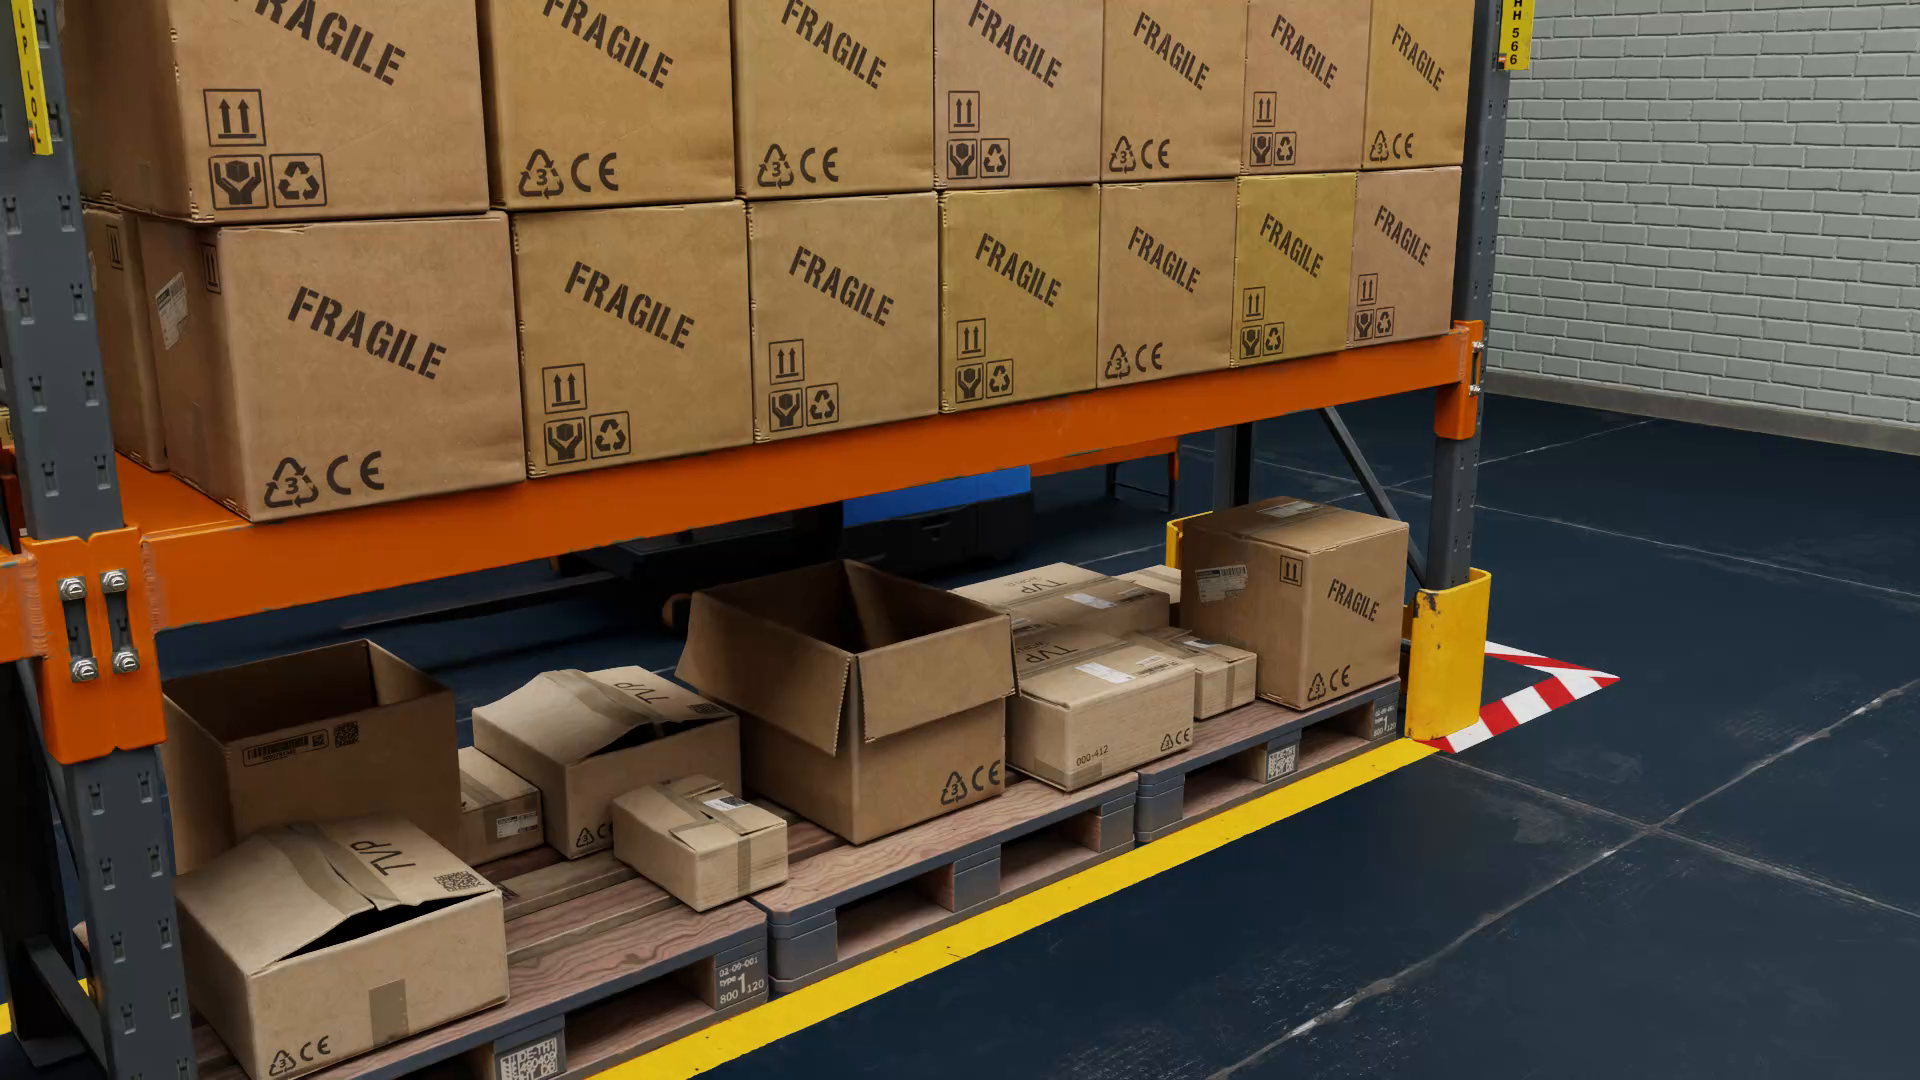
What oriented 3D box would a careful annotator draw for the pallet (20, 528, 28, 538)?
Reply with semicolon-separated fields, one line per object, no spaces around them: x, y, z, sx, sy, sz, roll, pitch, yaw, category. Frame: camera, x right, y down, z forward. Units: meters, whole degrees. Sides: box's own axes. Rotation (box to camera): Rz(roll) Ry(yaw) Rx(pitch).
-4.353;-0.005;7.361;1.213;0.211;1.003;-13;19;-39;pallet

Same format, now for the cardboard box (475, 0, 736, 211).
-0.794;-0.919;3.247;0.500;0.500;0.500;-13;20;-41;cardboard box

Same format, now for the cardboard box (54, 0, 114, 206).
-1.512;-0.943;3.335;0.500;0.500;0.500;-13;19;-39;cardboard box

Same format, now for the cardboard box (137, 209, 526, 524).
-1.160;-0.357;3.080;0.500;0.500;0.500;-12;19;-38;cardboard box

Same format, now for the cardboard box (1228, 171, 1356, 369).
0.746;-0.784;4.678;0.500;0.500;0.500;-12;19;-39;cardboard box

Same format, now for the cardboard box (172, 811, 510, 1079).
-1.265;0.782;3.367;0.500;0.311;0.500;-13;19;-39;cardboard box

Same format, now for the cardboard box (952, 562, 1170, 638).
0.321;0.285;5.348;0.500;0.250;0.500;-13;19;-39;cardboard box

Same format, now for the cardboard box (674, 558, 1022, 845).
-0.309;0.399;4.429;0.637;0.503;0.797;-13;19;-39;cardboard box

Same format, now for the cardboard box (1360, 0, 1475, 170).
1.139;-1.355;4.880;0.500;0.500;0.500;-13;20;-40;cardboard box

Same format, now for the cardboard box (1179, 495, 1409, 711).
1.046;0.182;5.246;0.500;0.500;0.500;-13;19;-39;cardboard box

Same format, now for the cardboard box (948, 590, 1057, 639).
-0.057;0.369;5.031;0.500;0.250;0.500;-13;19;-39;cardboard box

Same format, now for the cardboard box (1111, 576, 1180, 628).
0.564;0.250;5.640;0.250;0.166;0.380;-13;19;-39;cardboard box

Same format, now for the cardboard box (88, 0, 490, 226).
-1.183;-0.832;2.920;0.500;0.500;0.500;-12;19;-38;cardboard box

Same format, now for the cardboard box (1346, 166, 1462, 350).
1.135;-0.872;5.010;0.500;0.500;0.500;-12;19;-38;cardboard box

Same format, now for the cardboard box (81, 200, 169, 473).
-1.515;-0.458;3.459;0.500;0.500;0.500;-12;19;-38;cardboard box

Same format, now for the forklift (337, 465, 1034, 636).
-1.143;-1.201;6.568;3.031;2.935;1.130;-11;19;-37;forklift

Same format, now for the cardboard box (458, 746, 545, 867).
-1.236;0.663;4.129;0.250;0.149;0.380;-13;19;-39;cardboard box

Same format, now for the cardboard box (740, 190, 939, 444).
-0.397;-0.529;3.722;0.500;0.500;0.500;-13;20;-40;cardboard box

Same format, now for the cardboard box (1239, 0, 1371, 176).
0.758;-1.270;4.559;0.500;0.500;0.500;-12;19;-38;cardboard box

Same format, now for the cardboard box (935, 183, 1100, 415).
-0.014;-0.615;4.046;0.500;0.500;0.500;-13;20;-40;cardboard box

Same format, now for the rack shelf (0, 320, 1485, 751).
-0.215;-0.267;4.329;4.000;0.370;1.077;-13;19;-39;rack shelf

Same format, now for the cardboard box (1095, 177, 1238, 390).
0.366;-0.700;4.366;0.500;0.500;0.500;-12;19;-39;cardboard box

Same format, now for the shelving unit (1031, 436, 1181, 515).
0.518;-0.641;7.970;1.048;1.125;0.538;-11;19;-37;shelving unit

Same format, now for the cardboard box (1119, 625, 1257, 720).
0.681;0.395;5.098;0.250;0.166;0.380;-13;19;-39;cardboard box

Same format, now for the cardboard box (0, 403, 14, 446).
-4.346;-0.341;7.244;0.500;0.500;0.700;-12;19;-39;cardboard box

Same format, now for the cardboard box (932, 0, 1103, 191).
-0.017;-1.094;3.901;0.500;0.500;0.500;-12;19;-38;cardboard box

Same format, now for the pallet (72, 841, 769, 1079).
-1.205;0.956;3.763;1.213;0.211;1.003;-13;19;-39;pallet

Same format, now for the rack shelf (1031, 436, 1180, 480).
0.518;-0.405;8.033;1.000;0.278;0.538;-11;19;-37;rack shelf

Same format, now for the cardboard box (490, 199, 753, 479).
-0.776;-0.444;3.407;0.500;0.500;0.500;-12;19;-38;cardboard box

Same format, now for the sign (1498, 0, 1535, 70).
1.643;-1.554;4.897;0.005;0.325;0.100;-13;19;-39;sign

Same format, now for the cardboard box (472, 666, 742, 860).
-0.914;0.532;4.302;0.500;0.311;0.500;-13;19;-39;cardboard box

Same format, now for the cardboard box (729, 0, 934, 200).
-0.406;-1.006;3.573;0.500;0.500;0.500;-13;20;-41;cardboard box

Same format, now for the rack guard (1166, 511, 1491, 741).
1.237;0.268;5.779;0.348;0.500;1.175;-13;19;-39;rack guard

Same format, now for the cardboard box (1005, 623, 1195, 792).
0.309;0.458;4.698;0.500;0.250;0.500;-13;19;-39;cardboard box

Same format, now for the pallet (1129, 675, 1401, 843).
0.636;0.543;5.310;1.213;0.211;1.003;-13;19;-39;pallet

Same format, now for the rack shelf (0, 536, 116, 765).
-3.232;0.411;1.792;4.000;0.370;1.077;-13;19;-39;rack shelf

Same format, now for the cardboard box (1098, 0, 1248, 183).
0.370;-1.181;4.227;0.500;0.500;0.500;-12;19;-38;cardboard box

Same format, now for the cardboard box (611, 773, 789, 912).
-0.619;0.704;3.941;0.250;0.166;0.380;-13;19;-39;cardboard box

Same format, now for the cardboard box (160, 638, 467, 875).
-1.480;0.568;3.802;0.500;0.500;0.500;-13;19;-39;cardboard box

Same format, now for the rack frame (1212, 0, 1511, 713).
1.294;-0.953;5.505;0.127;3.000;1.000;-13;19;-39;rack frame

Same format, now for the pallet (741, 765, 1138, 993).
-0.284;0.748;4.541;1.213;0.211;1.003;-13;19;-39;pallet

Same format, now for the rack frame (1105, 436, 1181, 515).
0.918;-0.722;8.273;0.032;1.125;0.500;-11;19;-37;rack frame

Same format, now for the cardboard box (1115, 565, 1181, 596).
0.753;0.216;5.801;0.250;0.149;0.380;-13;19;-39;cardboard box

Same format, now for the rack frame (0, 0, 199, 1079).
-1.723;-0.275;2.968;0.127;3.000;1.000;-13;19;-39;rack frame

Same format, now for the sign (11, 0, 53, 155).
-1.356;-0.727;2.416;0.005;0.325;0.100;-13;19;-39;sign
